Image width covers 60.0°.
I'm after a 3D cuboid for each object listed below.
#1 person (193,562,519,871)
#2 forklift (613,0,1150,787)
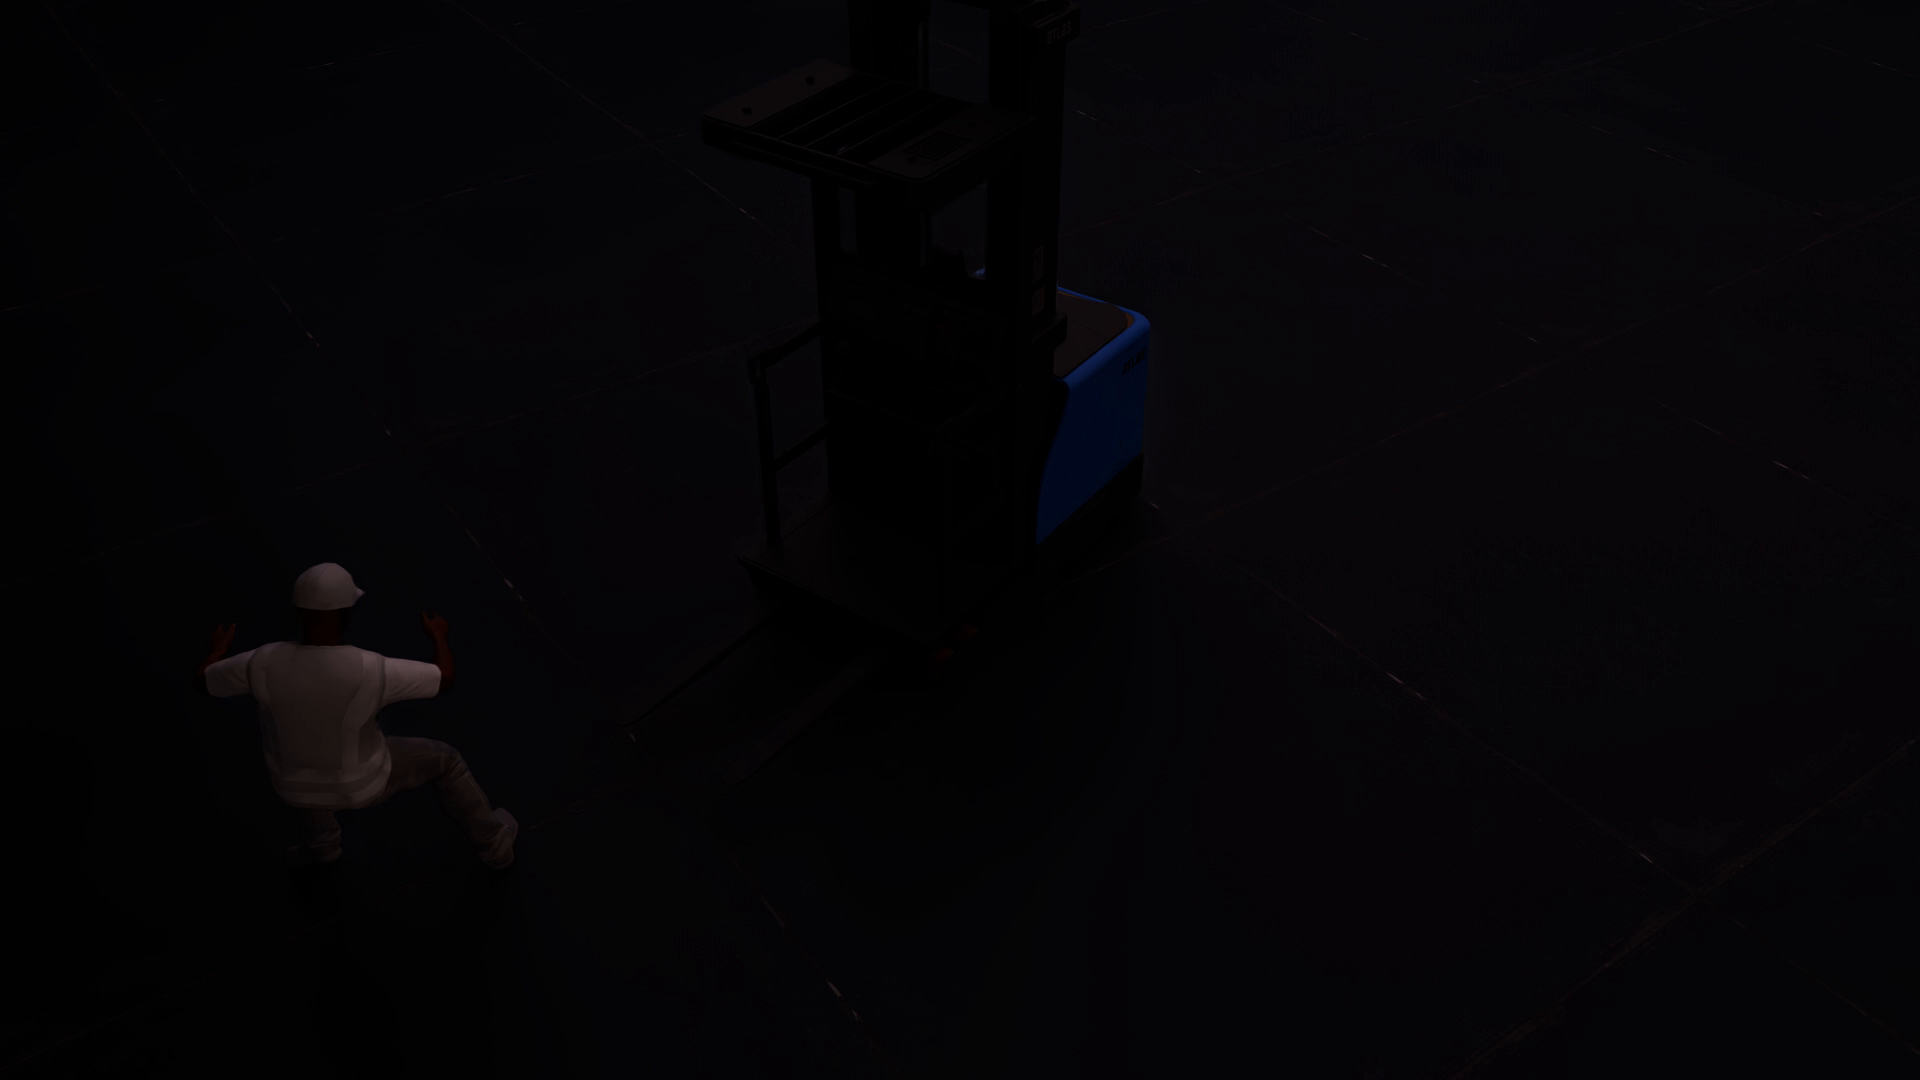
[{"bbox_3d":[-2.295,0.662,6.217,1.020,1.550,0.780,0,36,0],"label":"person"},{"bbox_3d":[-0.319,-0.855,7.102,1.130,2.935,3.031,23,42,28],"label":"forklift"}]
